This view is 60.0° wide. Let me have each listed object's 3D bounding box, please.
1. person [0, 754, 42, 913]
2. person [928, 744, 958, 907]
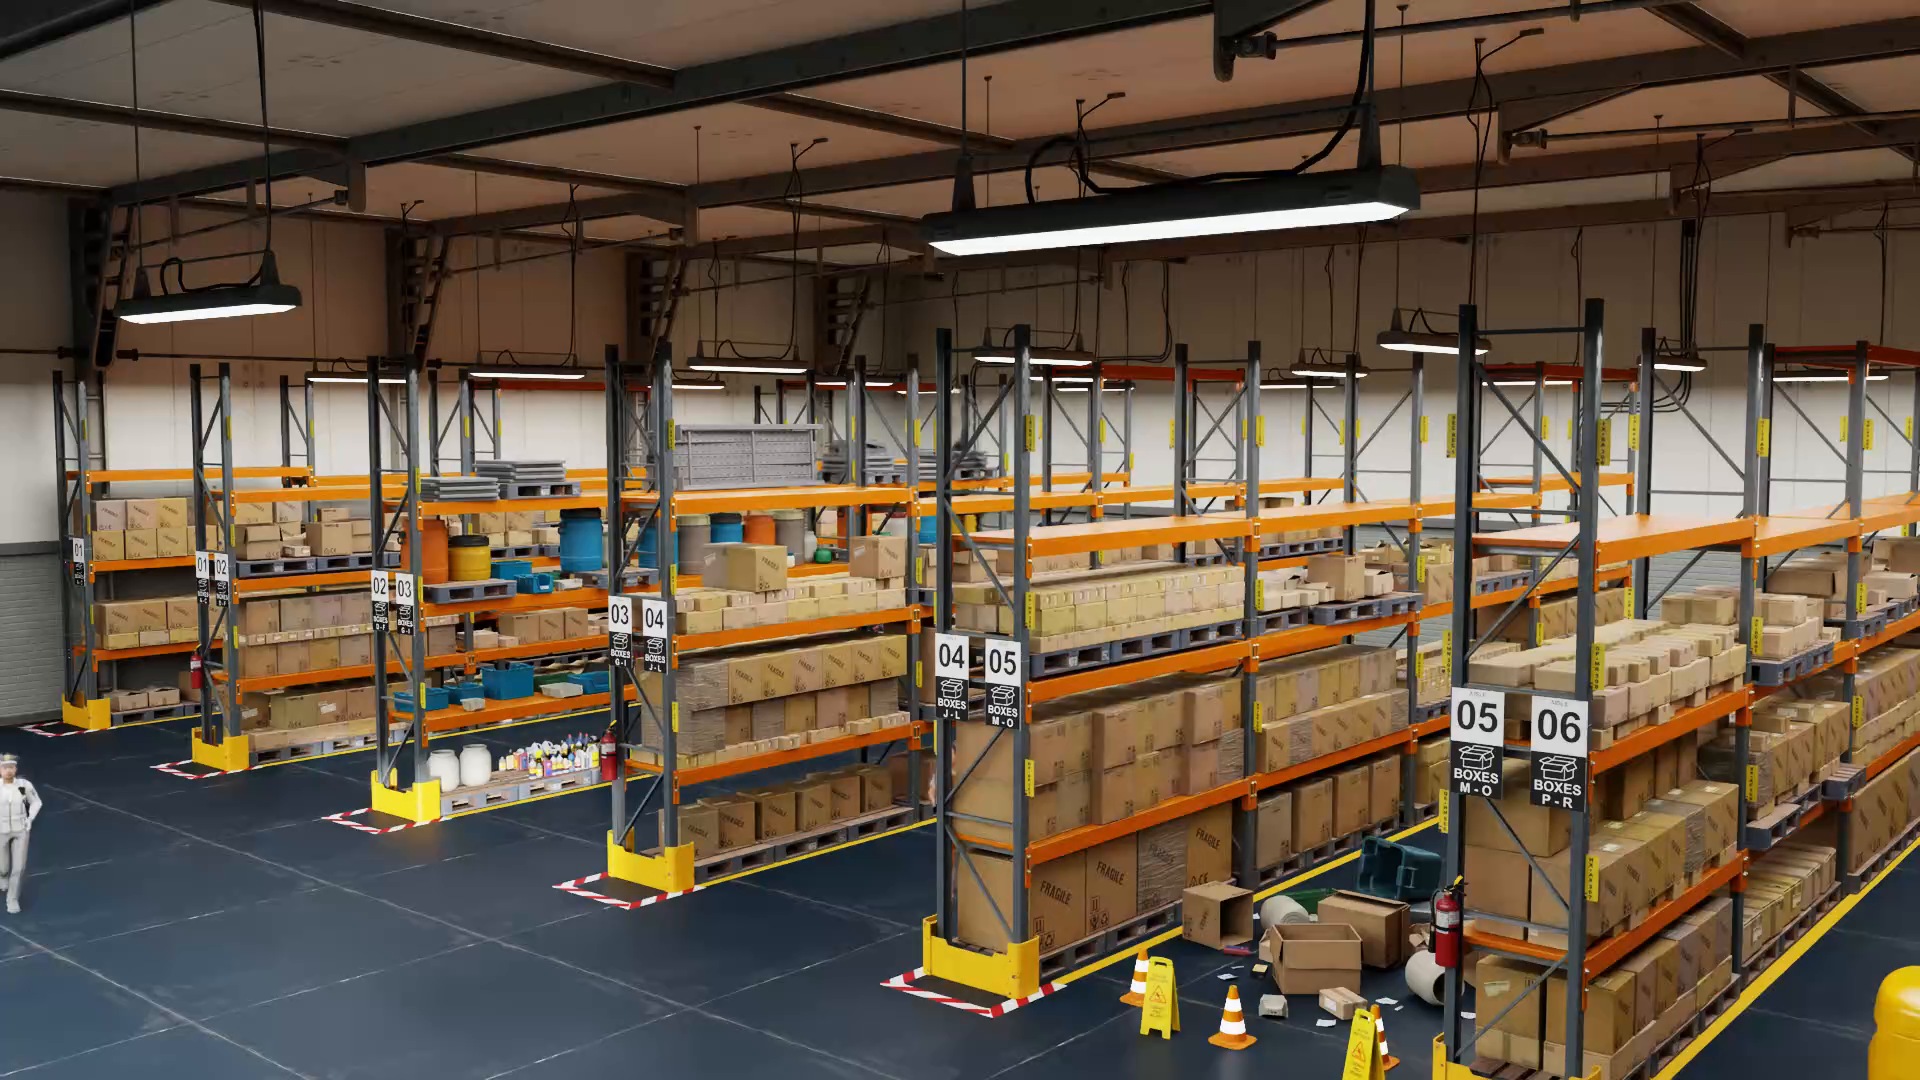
[{"bbox_3d":[-10.058,3.075,17.617,0.617,1.660,0.597,-3,5,-34],"label":"person"},{"bbox_3d":[-0.064,3.033,17.941,0.582,1.693,0.853,2,5,28],"label":"person"}]
